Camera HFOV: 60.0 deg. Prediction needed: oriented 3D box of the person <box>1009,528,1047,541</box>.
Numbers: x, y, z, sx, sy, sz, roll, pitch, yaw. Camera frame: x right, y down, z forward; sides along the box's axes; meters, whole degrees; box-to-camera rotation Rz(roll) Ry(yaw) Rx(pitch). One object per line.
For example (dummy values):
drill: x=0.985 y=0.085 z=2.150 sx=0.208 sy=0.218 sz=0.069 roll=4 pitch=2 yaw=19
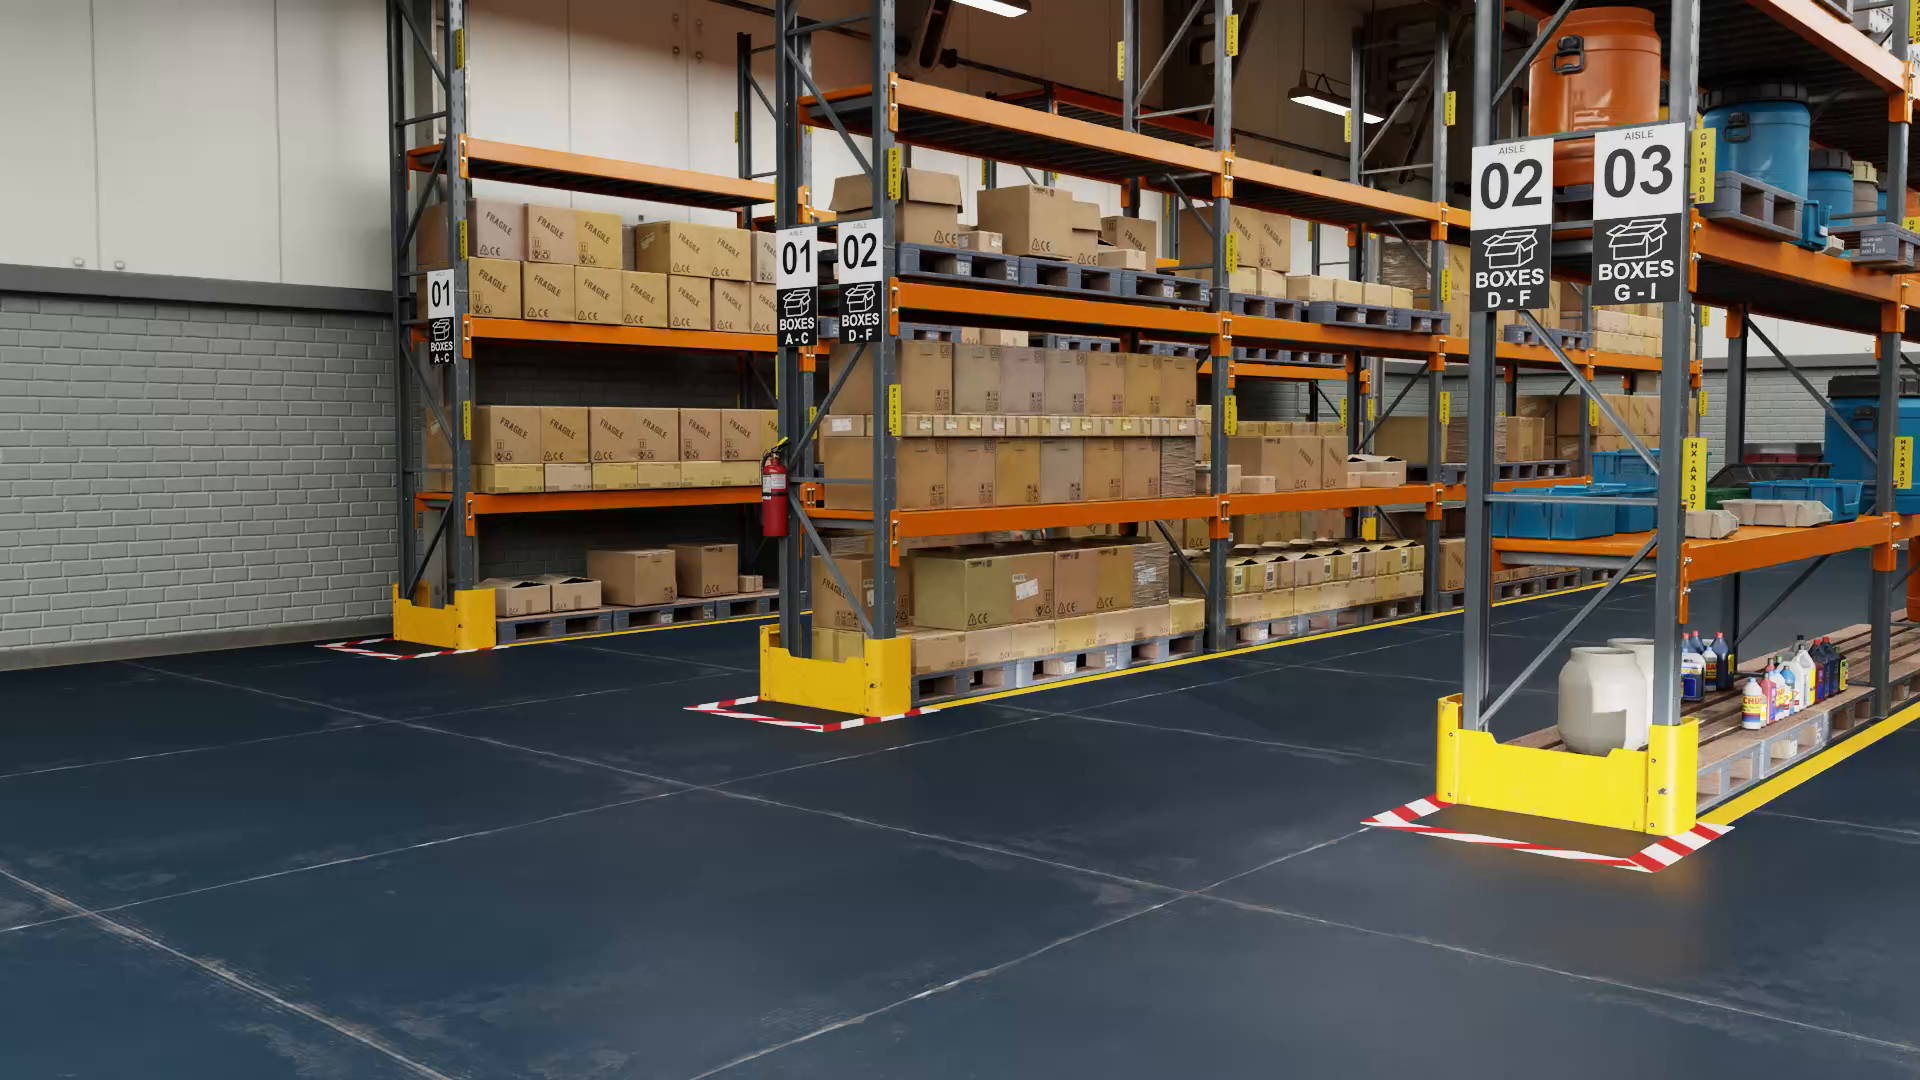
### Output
person: x=0.682 y=-0.079 z=16.687 sx=0.357 sy=1.673 sz=0.486 roll=3 pitch=5 yaw=41
